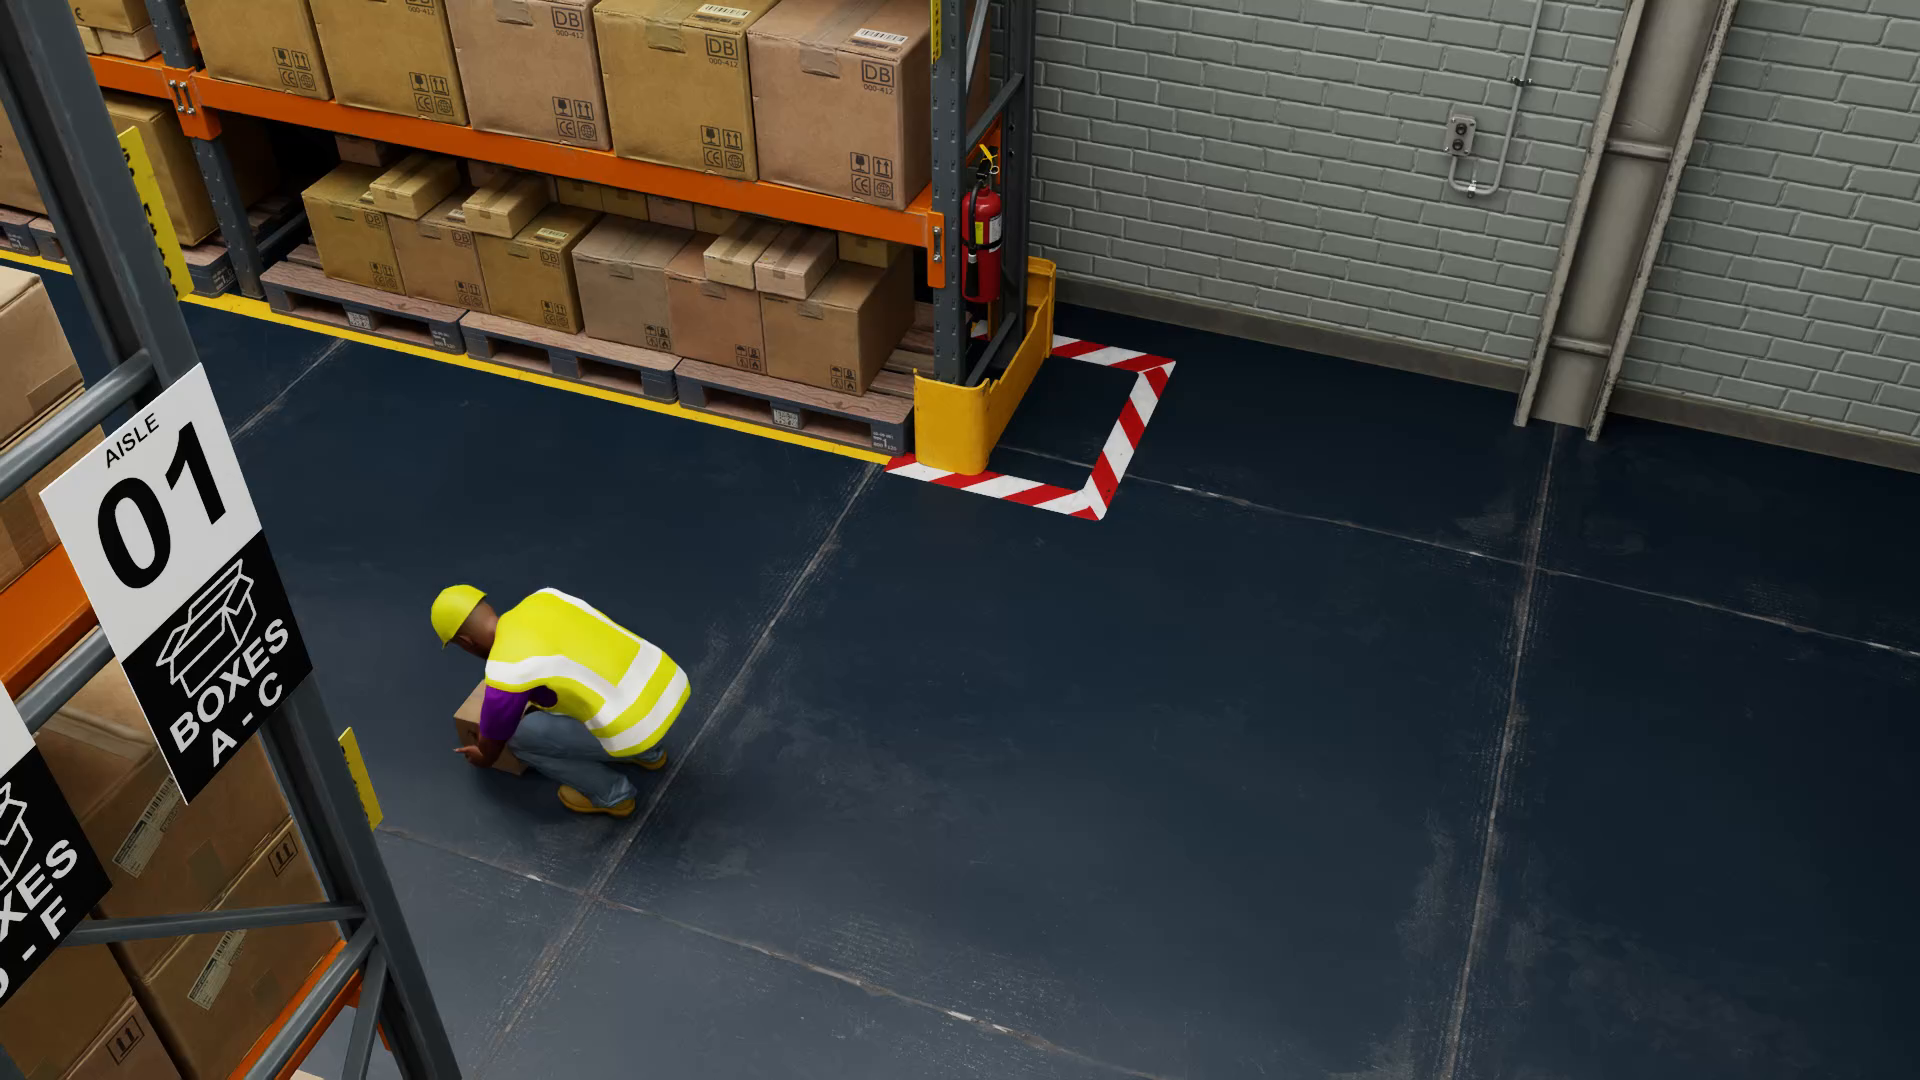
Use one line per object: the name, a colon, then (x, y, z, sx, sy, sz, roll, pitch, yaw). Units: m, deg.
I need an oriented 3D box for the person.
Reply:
person: (-1.468, 0.578, 6.142, 0.897, 0.902, 0.565, 14, 43, 15)
